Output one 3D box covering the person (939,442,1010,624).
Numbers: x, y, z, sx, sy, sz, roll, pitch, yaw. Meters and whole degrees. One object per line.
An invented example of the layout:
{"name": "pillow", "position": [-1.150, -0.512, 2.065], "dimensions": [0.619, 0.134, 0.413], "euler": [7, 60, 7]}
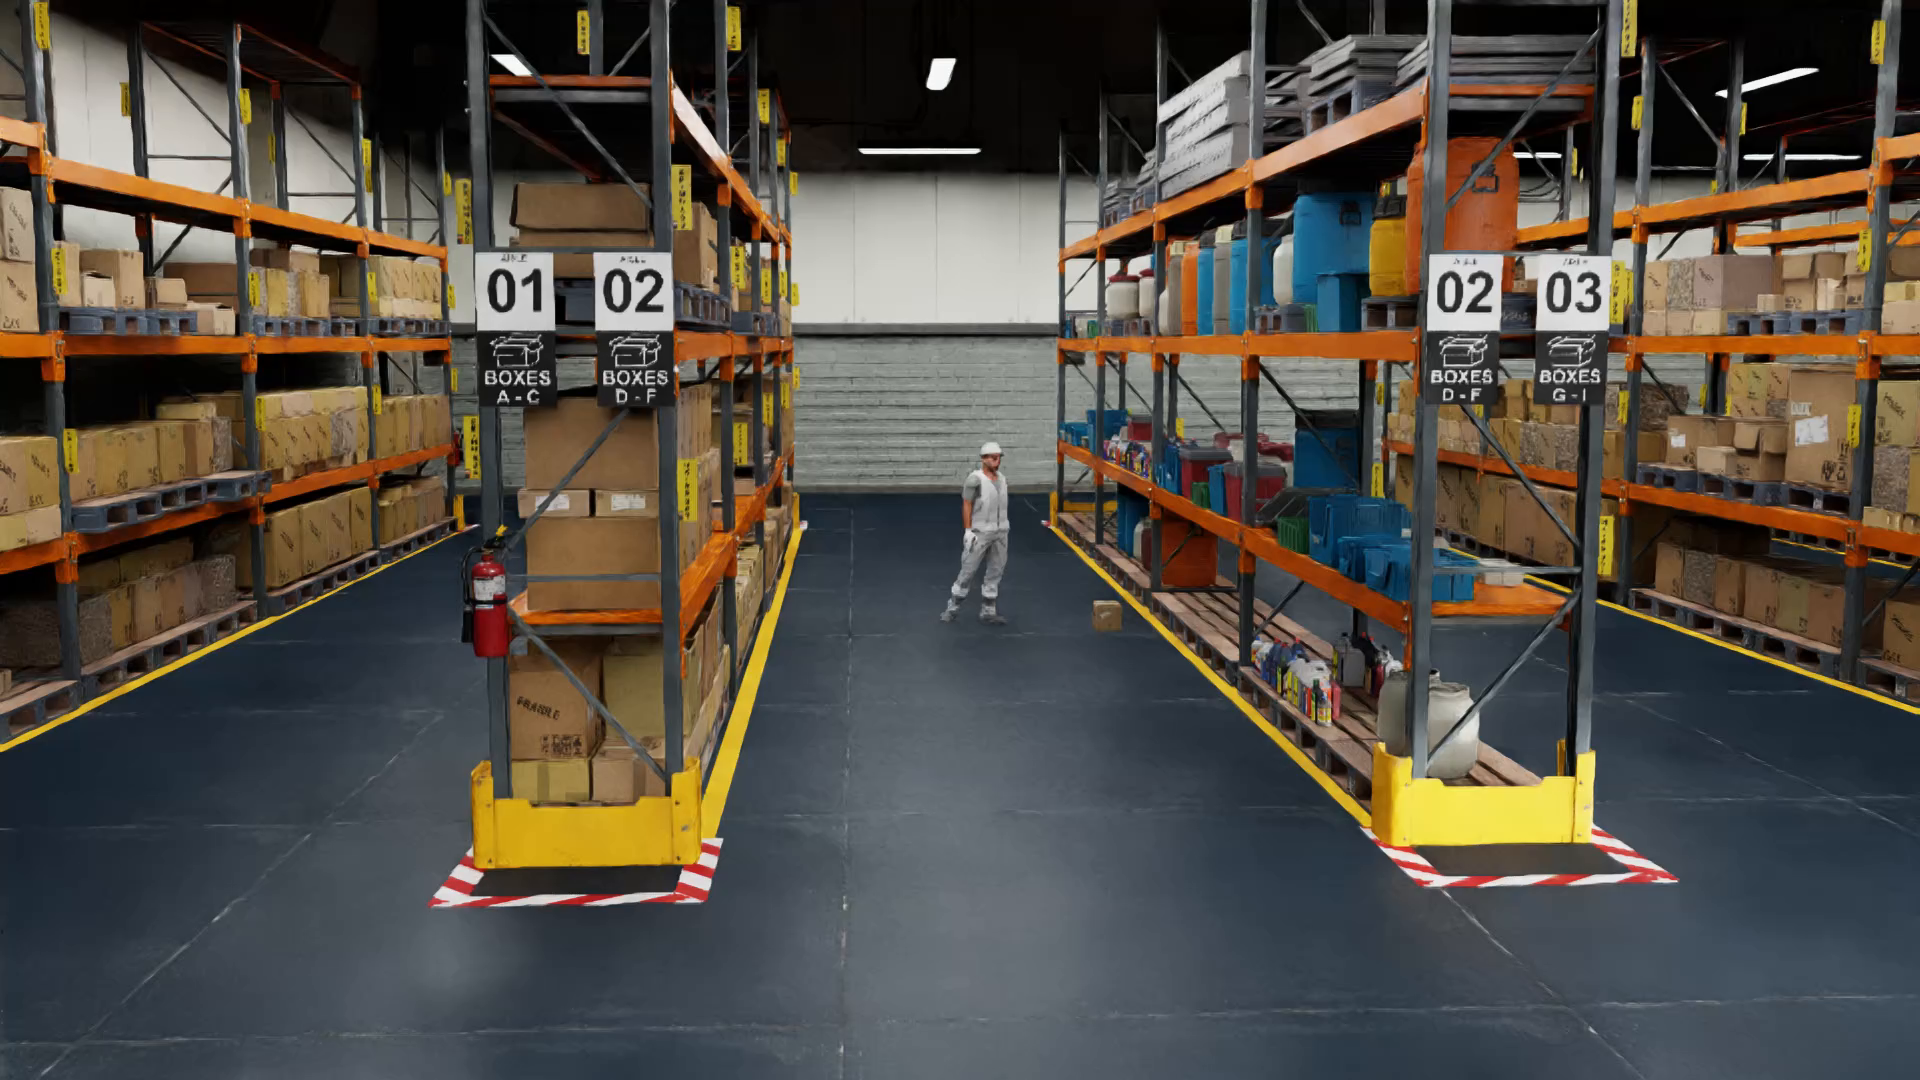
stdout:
{"name": "person", "position": [0.147, -0.065, 16.195], "dimensions": [0.735, 1.784, 0.482], "euler": [-5, 8, -36]}
